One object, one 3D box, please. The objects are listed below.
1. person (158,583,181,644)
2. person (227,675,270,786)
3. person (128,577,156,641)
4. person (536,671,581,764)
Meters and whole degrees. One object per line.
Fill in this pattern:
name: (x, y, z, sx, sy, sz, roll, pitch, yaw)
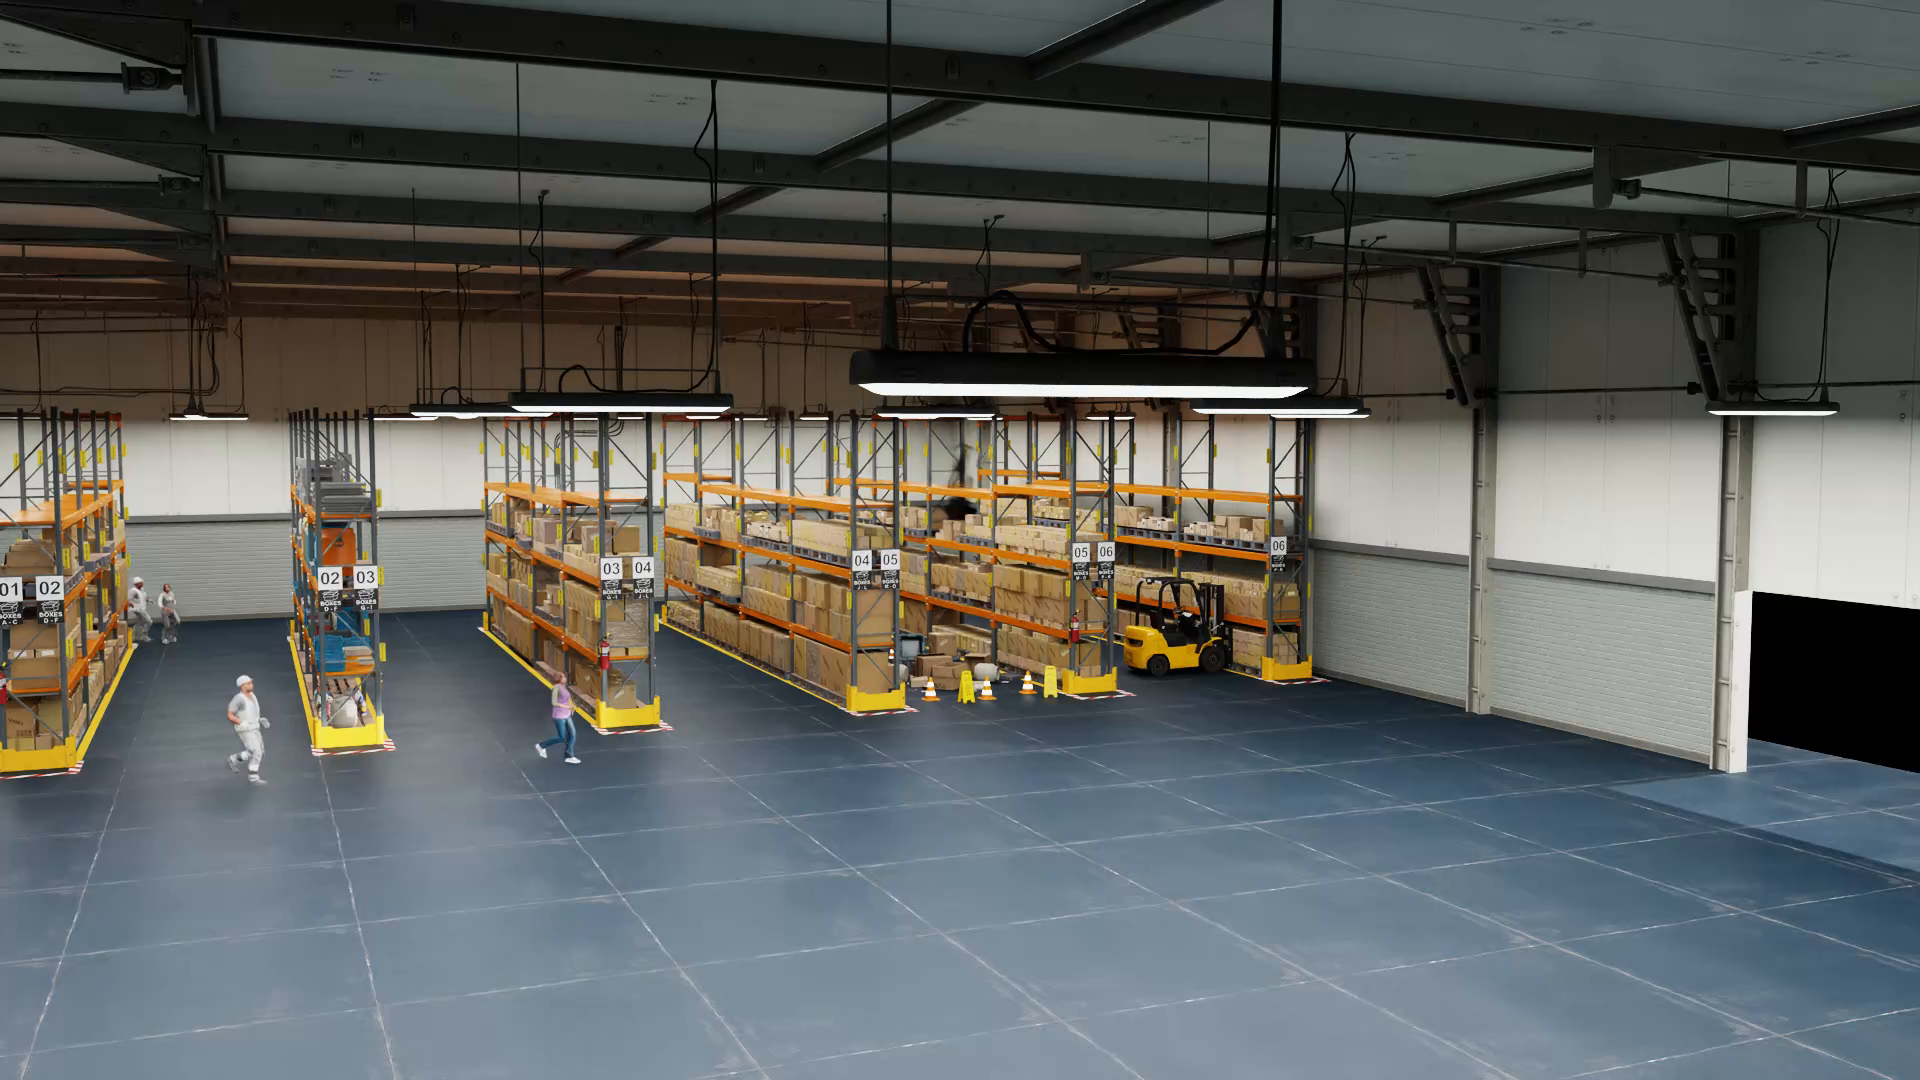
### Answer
person: (-20.537, 1.909, 43.160, 0.598, 1.575, 0.552, 3, 5, 33)
person: (-11.331, 3.014, 26.317, 0.690, 1.752, 0.655, 0, 4, 5)
person: (-21.442, 1.821, 43.572, 0.648, 1.738, 0.732, -1, 4, -17)
person: (-6.751, 2.985, 27.994, 0.738, 1.566, 0.548, 0, 4, 5)
